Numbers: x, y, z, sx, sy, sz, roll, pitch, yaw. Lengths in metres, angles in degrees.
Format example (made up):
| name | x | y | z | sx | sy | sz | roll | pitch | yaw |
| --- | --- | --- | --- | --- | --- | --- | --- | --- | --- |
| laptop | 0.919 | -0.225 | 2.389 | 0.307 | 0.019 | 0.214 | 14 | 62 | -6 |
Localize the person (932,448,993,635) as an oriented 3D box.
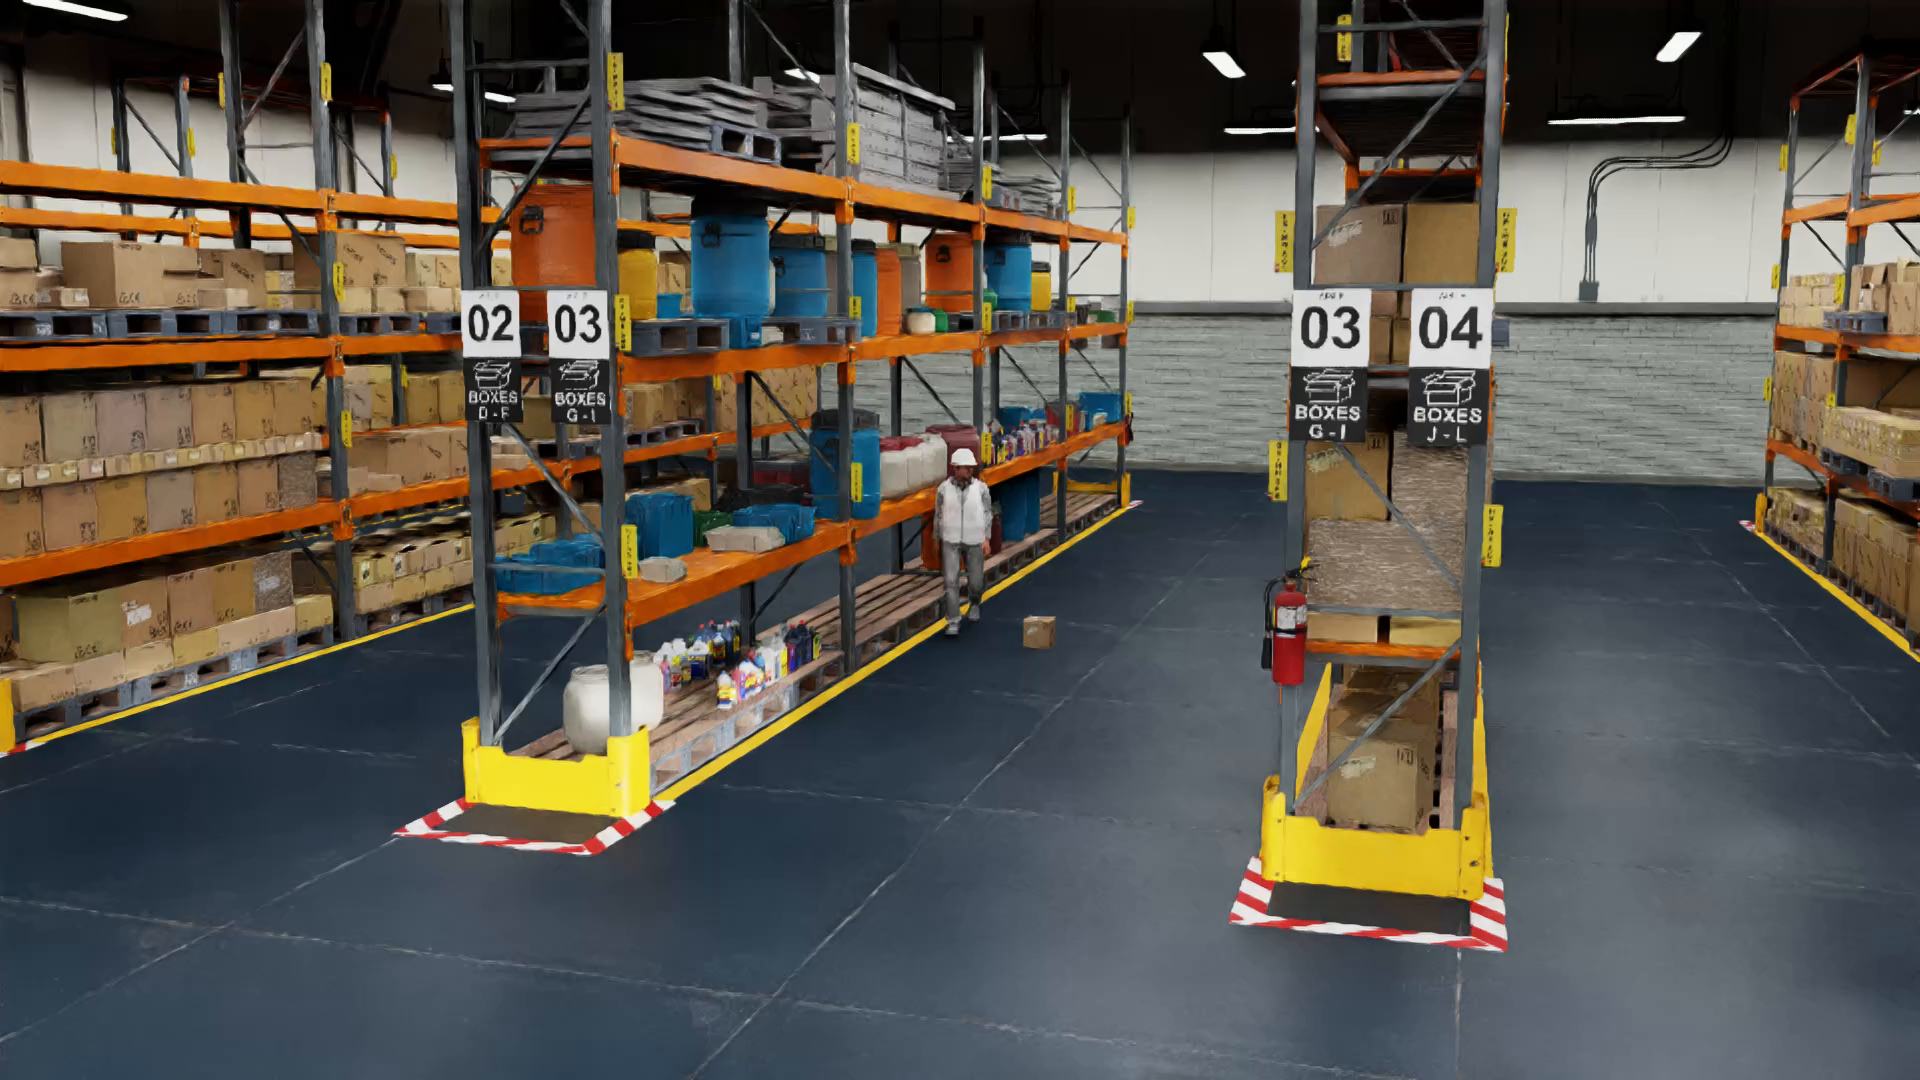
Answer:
| name | x | y | z | sx | sy | sz | roll | pitch | yaw |
| --- | --- | --- | --- | --- | --- | --- | --- | --- | --- |
| person | 0.017 | 0.005 | 15.729 | 0.583 | 1.759 | 0.878 | 0 | 8 | 2 |
